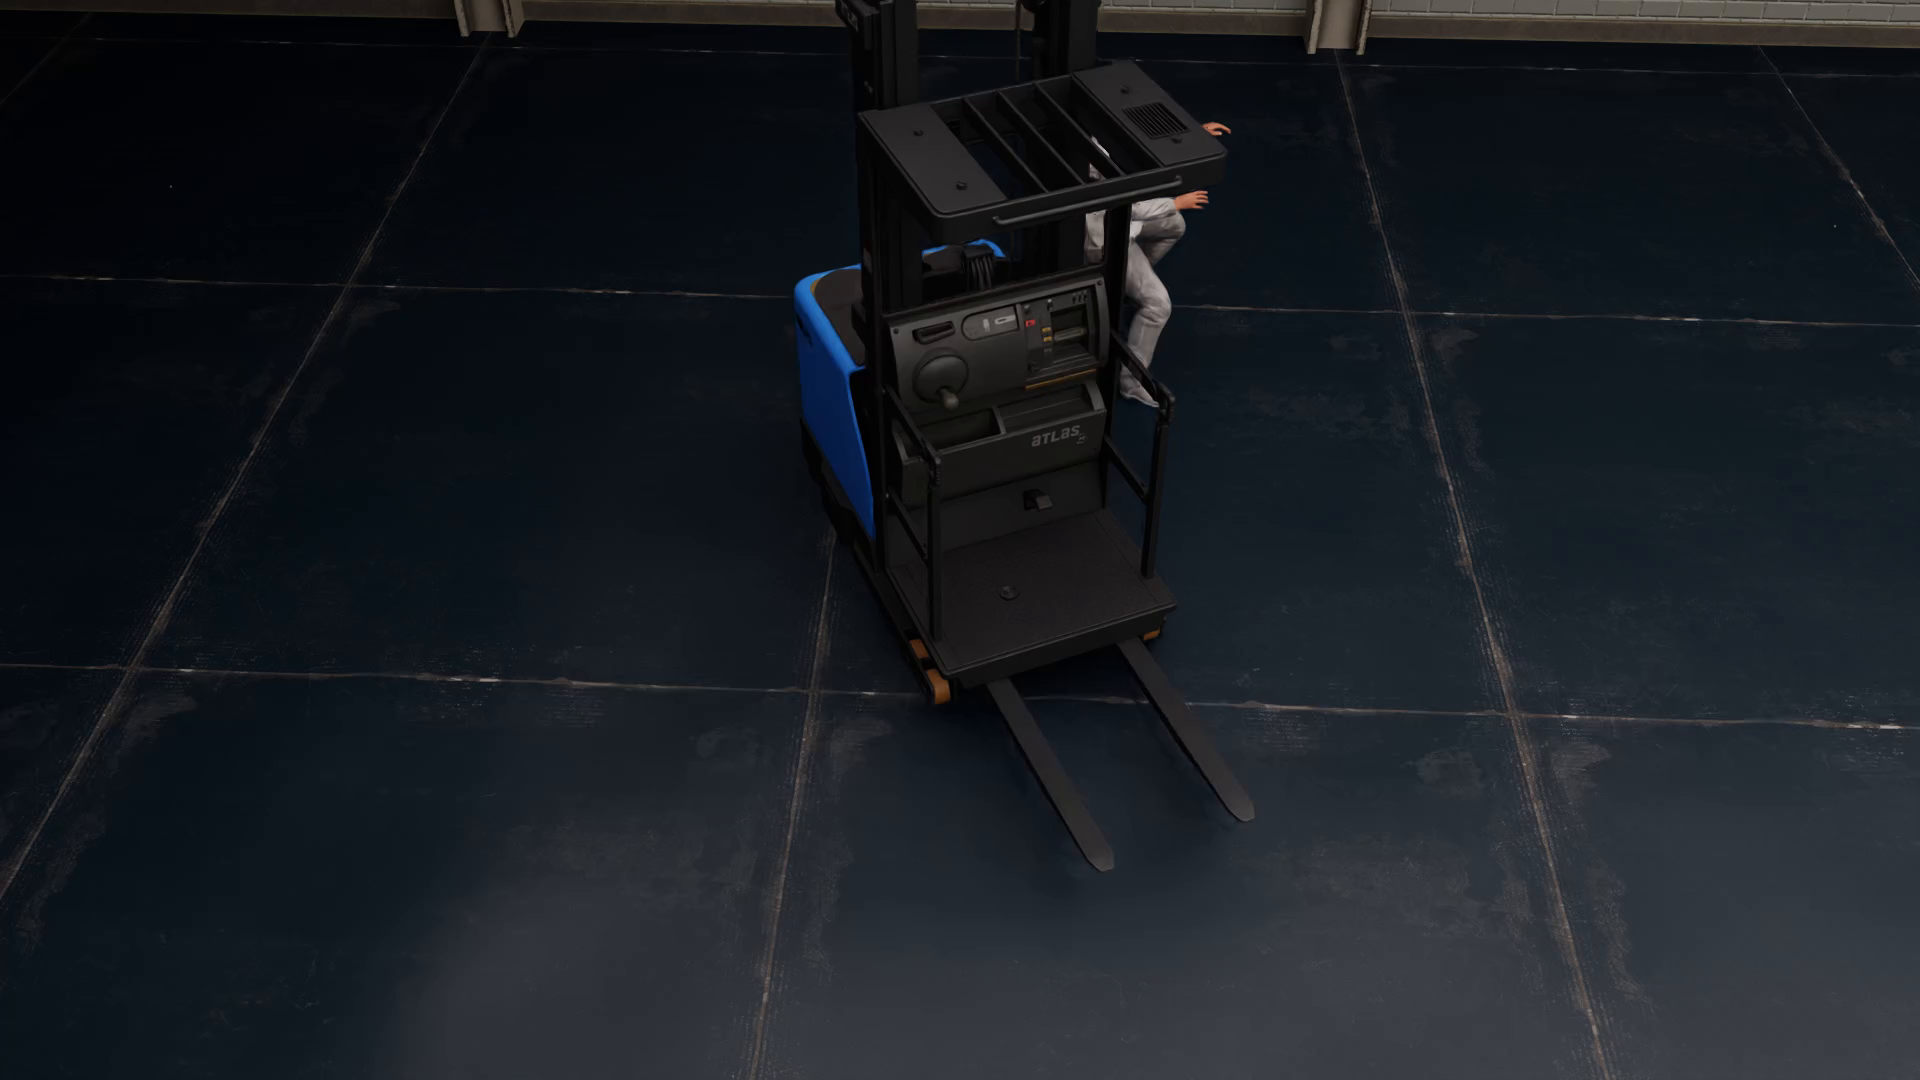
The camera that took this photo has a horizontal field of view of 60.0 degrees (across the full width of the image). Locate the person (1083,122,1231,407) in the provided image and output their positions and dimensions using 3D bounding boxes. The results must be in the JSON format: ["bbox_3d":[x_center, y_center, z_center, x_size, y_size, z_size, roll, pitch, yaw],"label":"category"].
[{"bbox_3d":[0.940,-1.658,8.613,0.712,1.542,1.117,11,44,12],"label":"person"}]

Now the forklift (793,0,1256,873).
[{"bbox_3d":[0.251,-0.703,6.512,1.130,2.935,3.031,-16,45,-17],"label":"forklift"}]
